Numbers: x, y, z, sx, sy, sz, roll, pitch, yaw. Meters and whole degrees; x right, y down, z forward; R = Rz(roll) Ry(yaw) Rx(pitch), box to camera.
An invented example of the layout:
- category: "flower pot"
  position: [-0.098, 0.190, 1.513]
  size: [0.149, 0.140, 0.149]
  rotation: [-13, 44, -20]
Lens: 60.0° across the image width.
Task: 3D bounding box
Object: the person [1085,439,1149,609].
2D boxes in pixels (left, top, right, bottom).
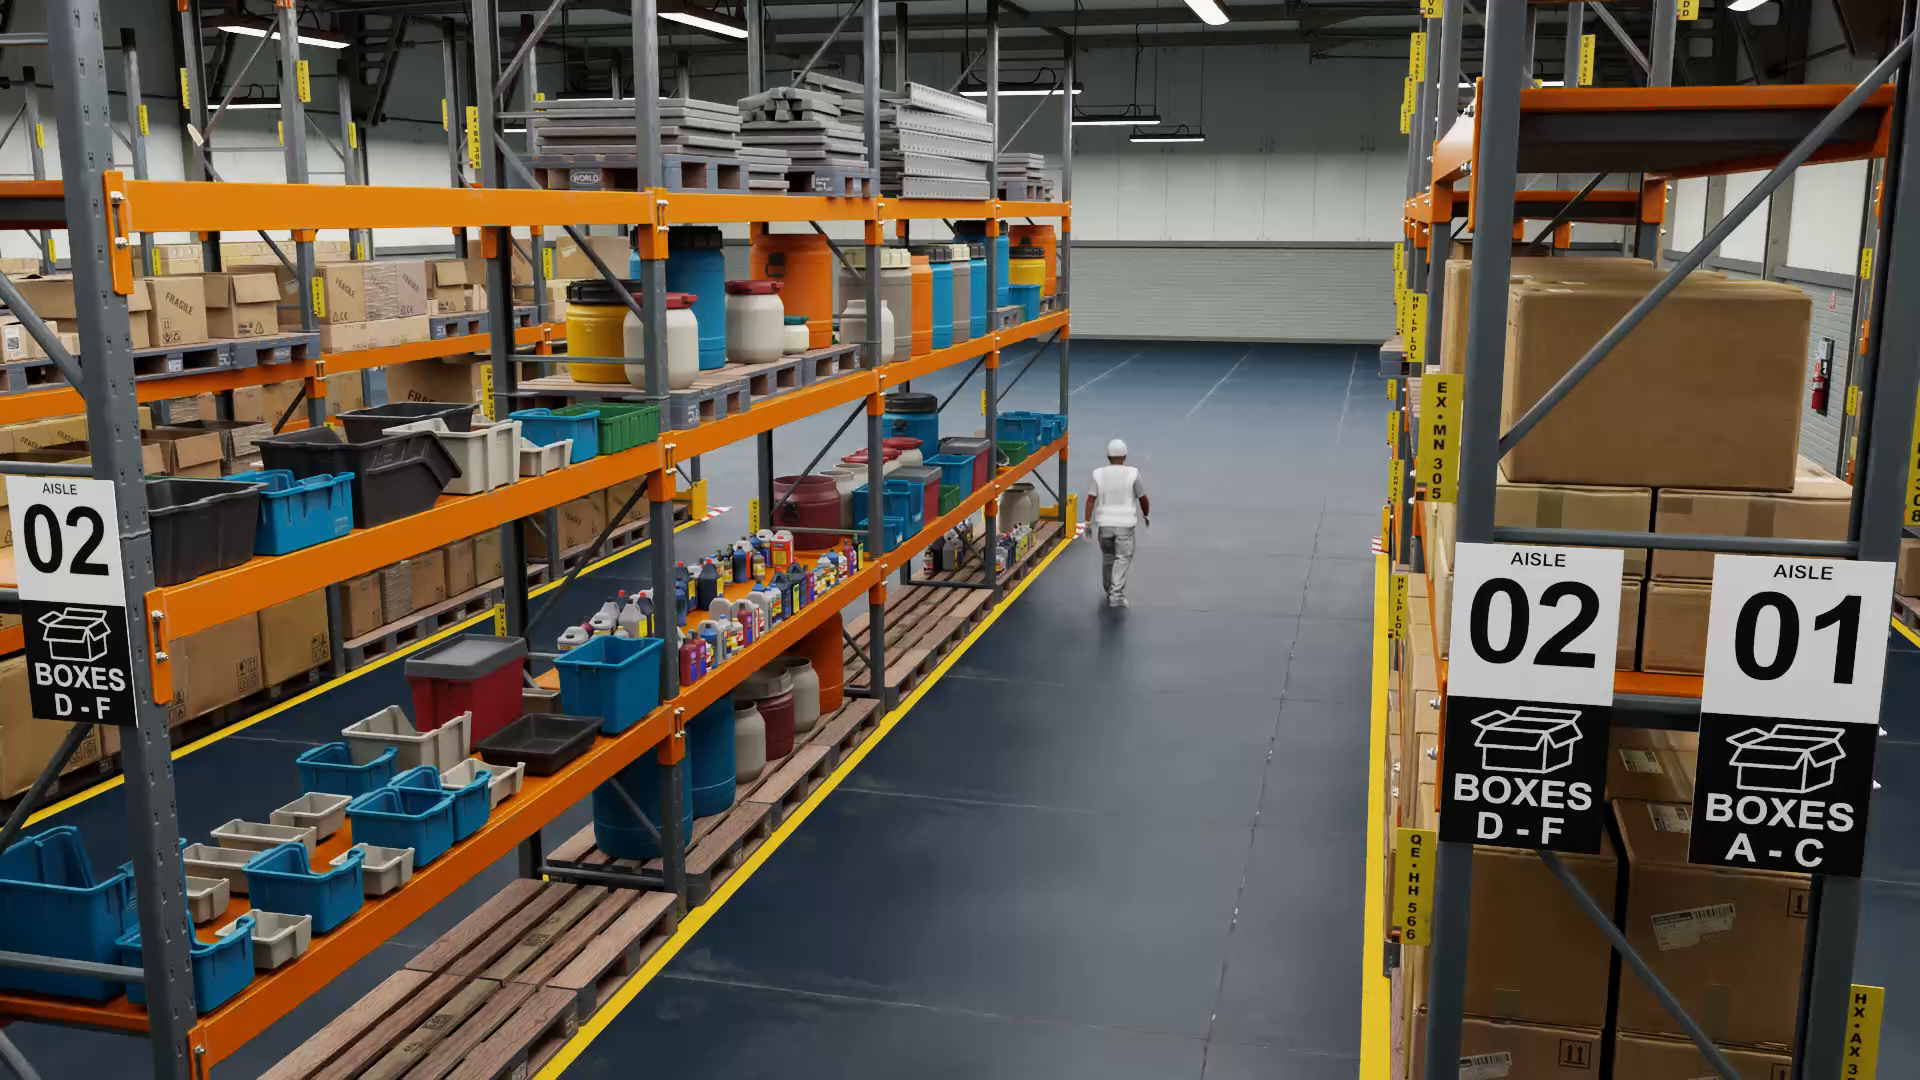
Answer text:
- category: "person"
  position: [1.597, -0.168, 16.991]
  size: [0.613, 1.709, 1.162]
  rotation: [3, 12, 16]
